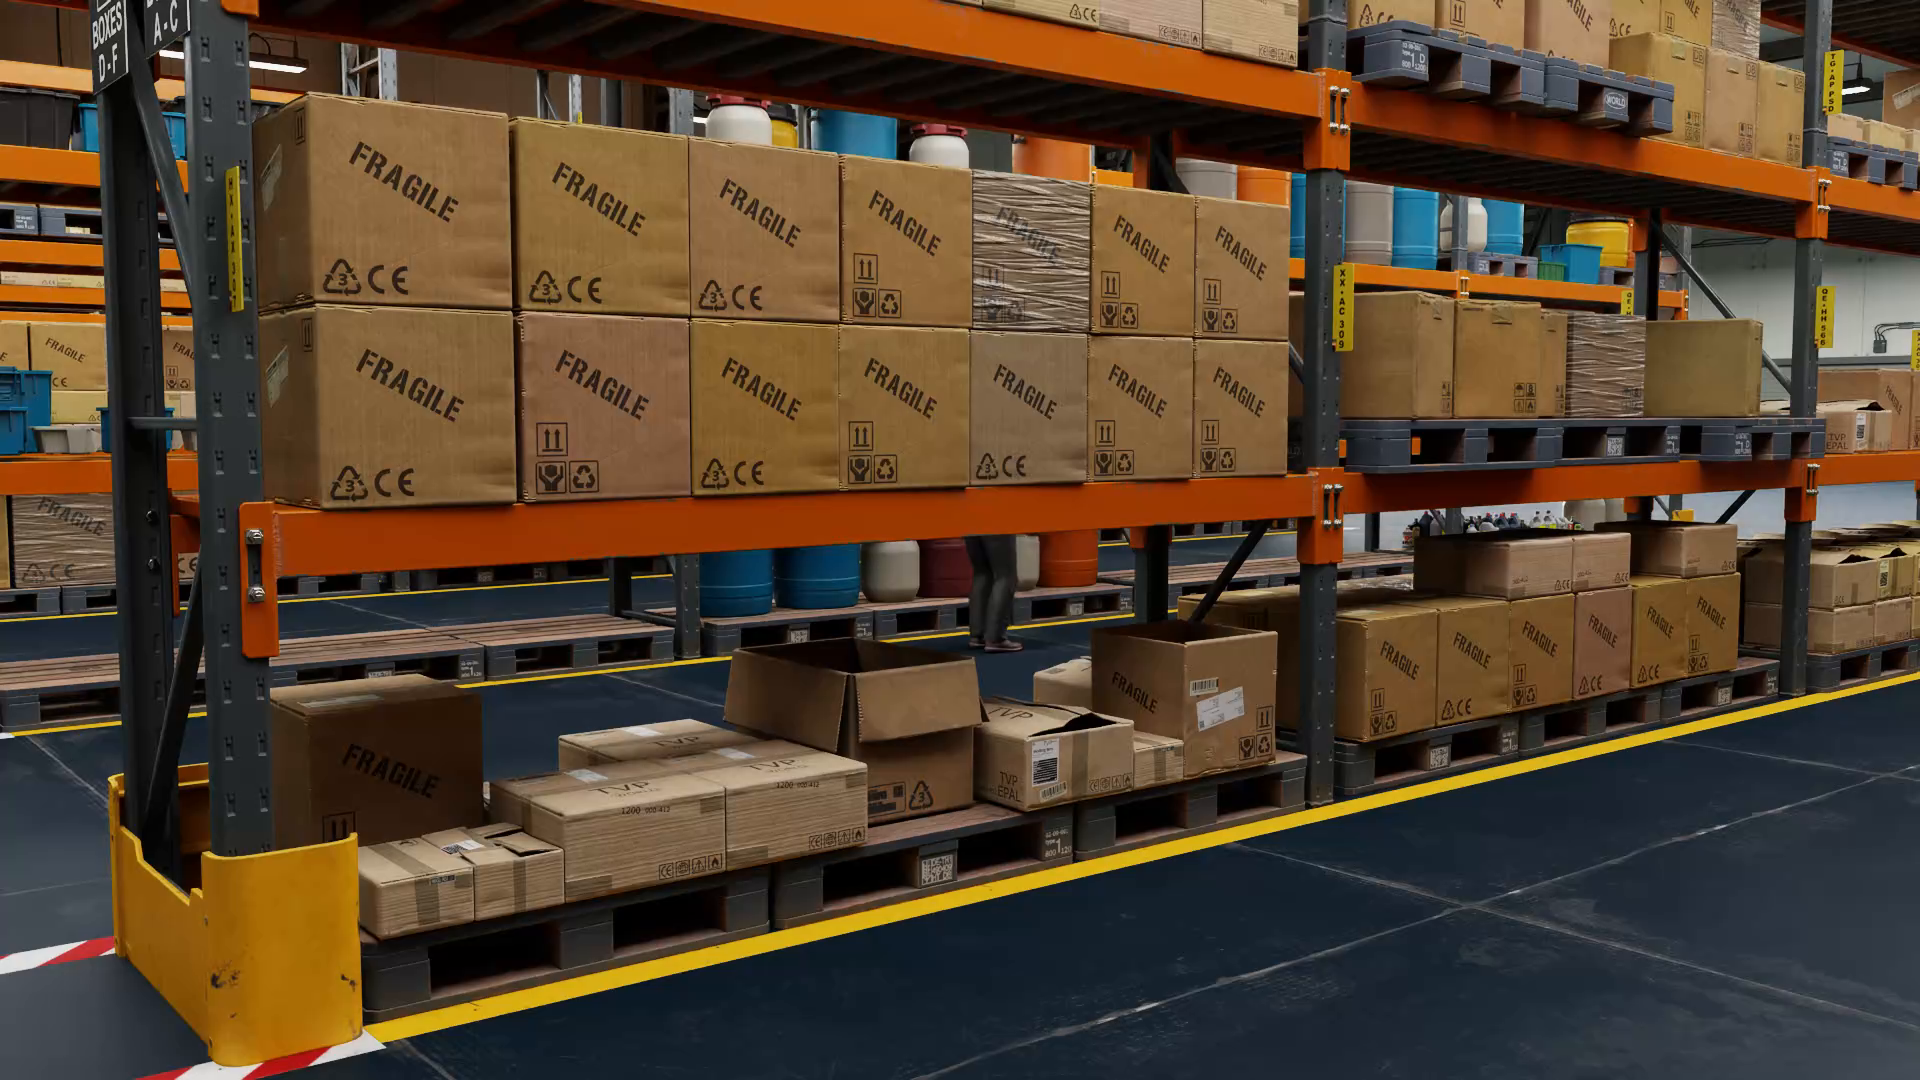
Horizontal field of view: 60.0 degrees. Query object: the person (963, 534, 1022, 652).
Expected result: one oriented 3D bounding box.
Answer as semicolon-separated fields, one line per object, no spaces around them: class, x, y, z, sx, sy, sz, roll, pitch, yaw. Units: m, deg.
person;0.247;-0.111;10.799;0.514;1.656;0.413;-4;6;-40
